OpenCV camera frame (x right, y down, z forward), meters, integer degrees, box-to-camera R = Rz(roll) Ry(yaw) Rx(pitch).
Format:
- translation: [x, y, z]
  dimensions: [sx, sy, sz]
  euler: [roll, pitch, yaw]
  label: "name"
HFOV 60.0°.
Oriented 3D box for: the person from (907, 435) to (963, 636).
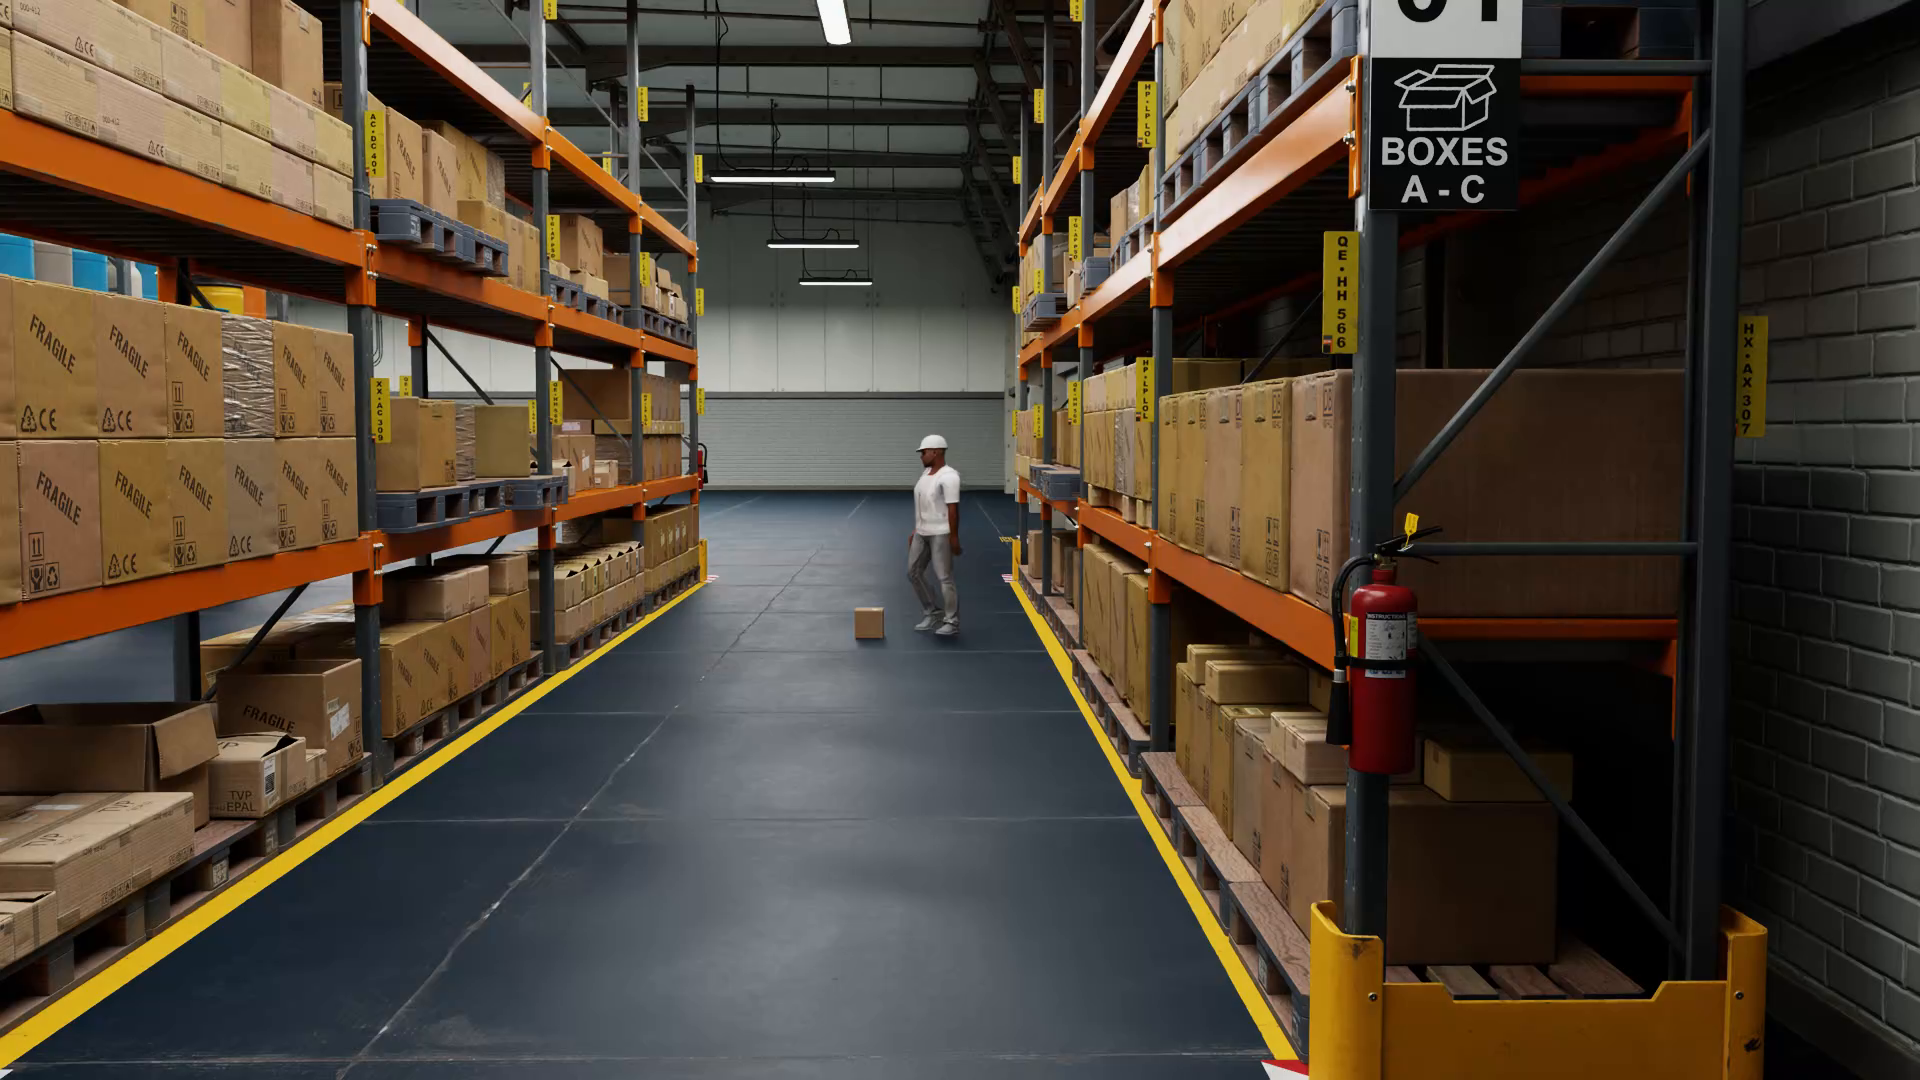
- translation: [-0.225, -0.052, 14.842]
  dimensions: [0.371, 1.767, 0.606]
  euler: [-2, 4, -32]
  label: "person"
